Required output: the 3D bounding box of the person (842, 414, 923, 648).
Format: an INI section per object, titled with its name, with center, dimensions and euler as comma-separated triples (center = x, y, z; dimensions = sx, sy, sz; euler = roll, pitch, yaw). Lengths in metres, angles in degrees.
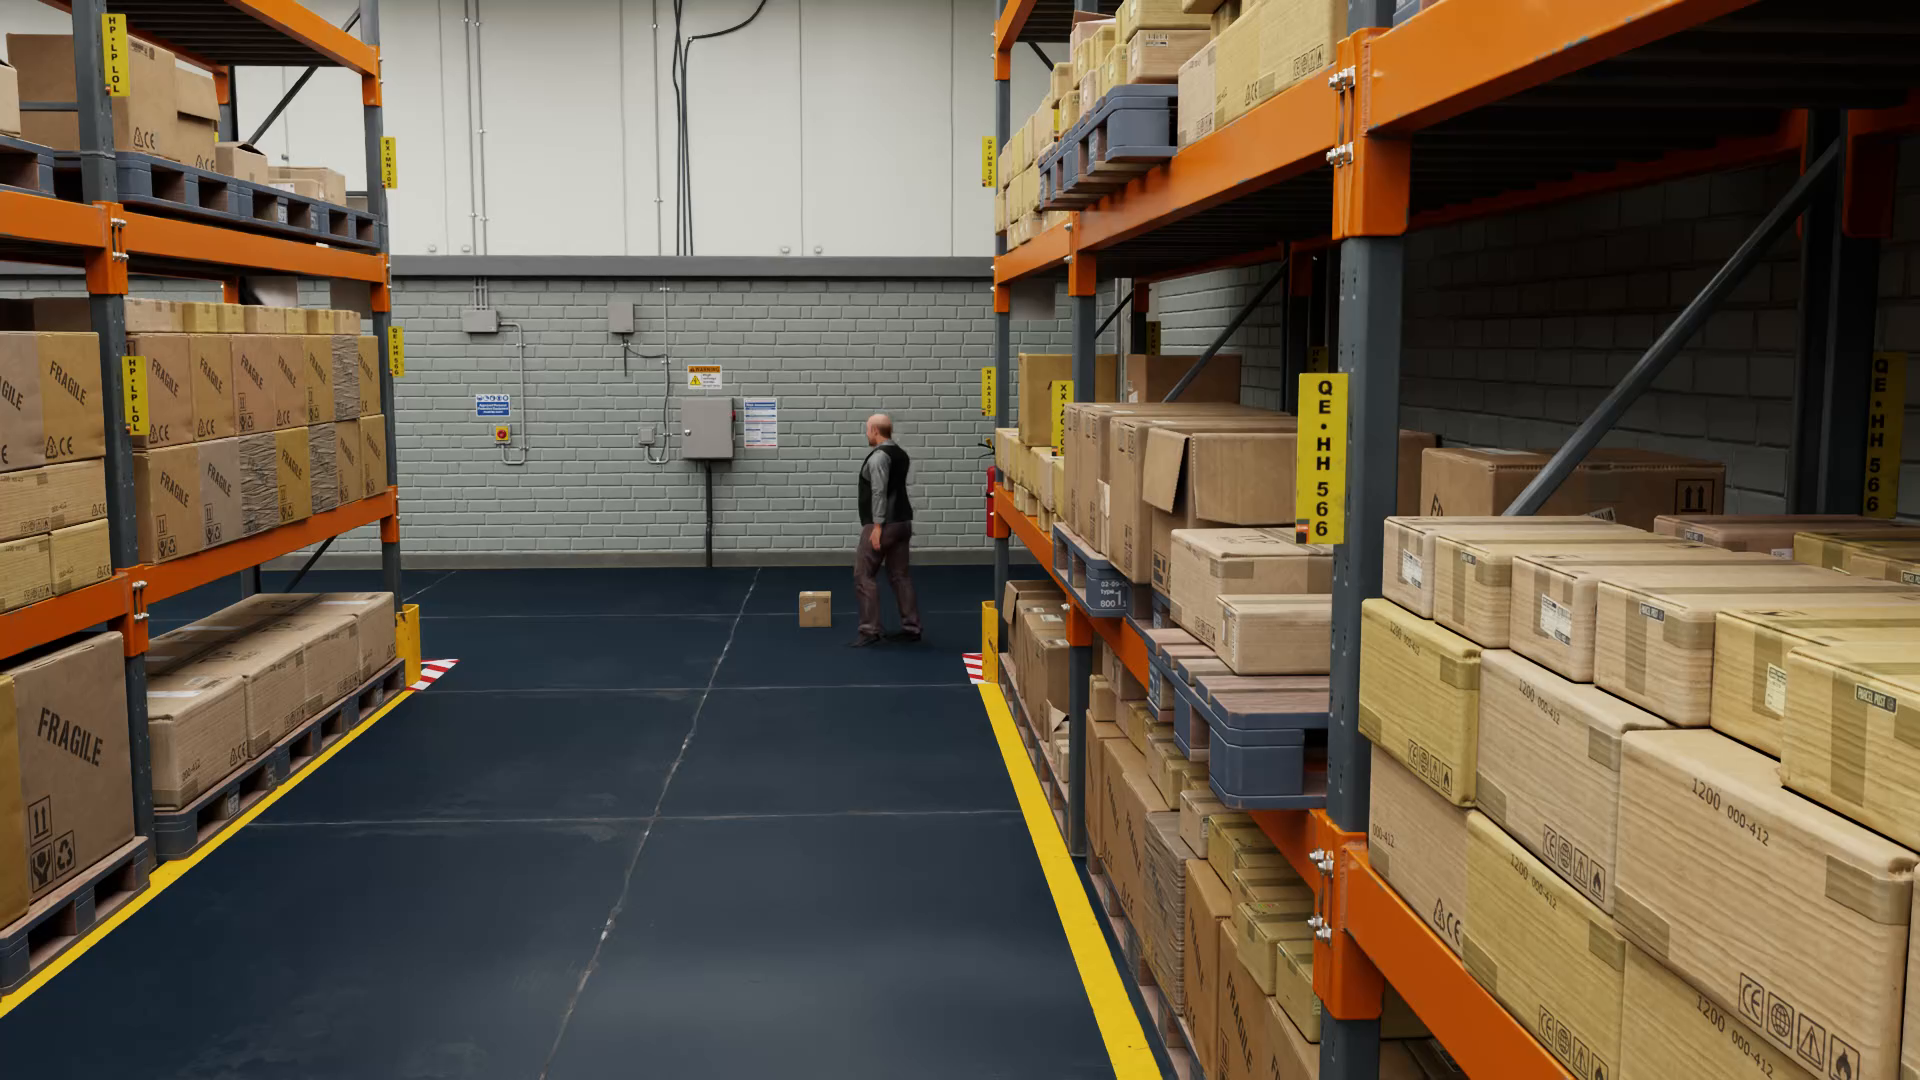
[person]
center = -0.533, -0.060, 12.440
dimensions = 0.524, 1.758, 0.576
euler = 3, 8, 26
